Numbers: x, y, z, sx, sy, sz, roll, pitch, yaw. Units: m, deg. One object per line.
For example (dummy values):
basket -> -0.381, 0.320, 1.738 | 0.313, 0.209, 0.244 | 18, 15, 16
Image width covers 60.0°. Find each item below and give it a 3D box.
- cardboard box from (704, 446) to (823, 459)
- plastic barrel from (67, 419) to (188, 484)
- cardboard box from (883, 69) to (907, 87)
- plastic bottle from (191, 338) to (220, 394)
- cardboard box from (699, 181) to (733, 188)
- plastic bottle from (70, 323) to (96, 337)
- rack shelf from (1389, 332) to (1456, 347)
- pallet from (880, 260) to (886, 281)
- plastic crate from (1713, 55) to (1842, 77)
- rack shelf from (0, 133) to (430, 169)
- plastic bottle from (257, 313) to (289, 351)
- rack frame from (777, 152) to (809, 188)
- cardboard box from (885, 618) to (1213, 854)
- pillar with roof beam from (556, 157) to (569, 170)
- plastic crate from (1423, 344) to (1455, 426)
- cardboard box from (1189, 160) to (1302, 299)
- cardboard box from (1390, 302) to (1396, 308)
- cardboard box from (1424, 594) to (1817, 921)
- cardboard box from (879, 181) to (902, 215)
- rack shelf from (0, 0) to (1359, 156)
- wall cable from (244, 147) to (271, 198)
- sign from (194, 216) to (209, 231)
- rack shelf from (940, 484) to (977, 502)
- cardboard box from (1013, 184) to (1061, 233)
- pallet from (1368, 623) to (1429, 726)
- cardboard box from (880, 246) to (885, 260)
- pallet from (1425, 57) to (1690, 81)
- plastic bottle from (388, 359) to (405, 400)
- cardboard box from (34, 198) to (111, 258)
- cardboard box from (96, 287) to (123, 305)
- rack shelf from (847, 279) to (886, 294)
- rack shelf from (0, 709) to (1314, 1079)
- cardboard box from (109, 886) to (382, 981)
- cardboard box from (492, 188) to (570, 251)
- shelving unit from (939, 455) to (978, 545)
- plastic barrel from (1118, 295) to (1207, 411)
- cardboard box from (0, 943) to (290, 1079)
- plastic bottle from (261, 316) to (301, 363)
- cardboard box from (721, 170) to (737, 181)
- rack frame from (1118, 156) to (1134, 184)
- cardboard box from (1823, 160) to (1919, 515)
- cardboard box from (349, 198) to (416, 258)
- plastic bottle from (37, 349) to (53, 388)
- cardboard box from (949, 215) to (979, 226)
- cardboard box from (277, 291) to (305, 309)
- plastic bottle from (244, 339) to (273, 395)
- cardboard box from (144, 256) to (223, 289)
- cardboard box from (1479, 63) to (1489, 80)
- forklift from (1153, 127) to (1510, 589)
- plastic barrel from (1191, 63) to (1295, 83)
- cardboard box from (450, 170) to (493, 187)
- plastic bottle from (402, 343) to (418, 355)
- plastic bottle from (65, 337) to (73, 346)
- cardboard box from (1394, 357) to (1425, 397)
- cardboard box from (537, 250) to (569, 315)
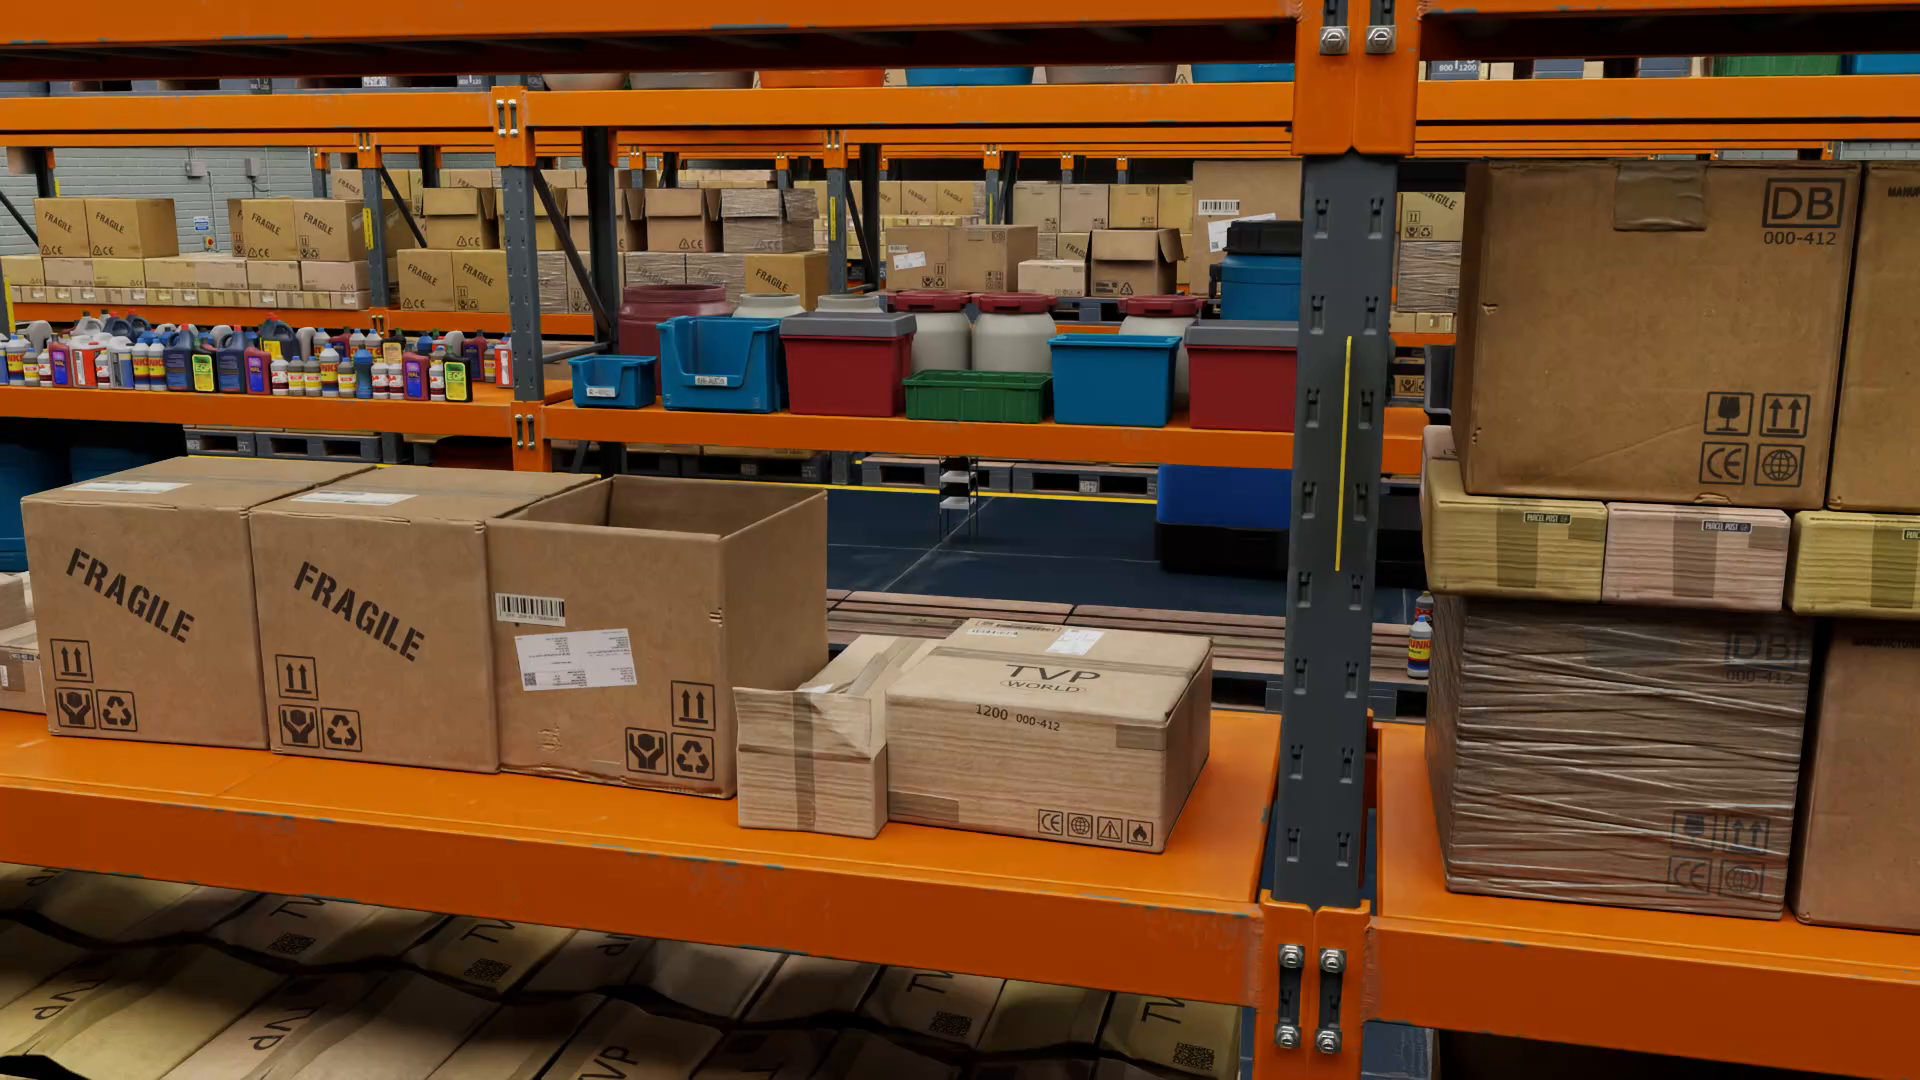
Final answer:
cardboard box -> -1.503, -1.210, 13.696 | 0.875, 0.875, 1.225 | 2, 13, 11
plastic barrel -> -4.697, -0.280, 9.445 | 0.708, 0.901, 0.600 | 3, 13, 14
cardboard box -> -0.444, -3.680, 12.587 | 0.500, 0.500, 0.500 | 3, 13, 14
plastic bottle -> -3.939, -0.910, 8.681 | 0.133, 0.283, 0.061 | 3, 13, 14
cardboard box -> -3.362, -4.825, 23.515 | 0.500, 0.500, 0.500 | 3, 13, 13
plastic bottle -> -5.094, -1.136, 9.714 | 0.135, 0.276, 0.152 | 3, 13, 14
rack shelf -> 4.987, -1.339, 12.005 | 4.000, 0.370, 1.077 | 3, 13, 14
pallet -> -0.269, -2.960, 18.095 | 1.003, 0.211, 1.213 | 3, 13, 14
plastic crate -> 3.325, -1.974, 6.771 | 0.450, 0.188, 0.336 | 3, 13, 14
rack shelf -> -6.664, -3.426, 14.487 | 4.000, 0.370, 1.077 | 3, 13, 14
plastic bottle -> -3.868, -1.108, 9.415 | 0.185, 0.351, 0.144 | 3, 13, 14
rack frame -> -2.348, -4.293, 23.659 | 0.127, 3.000, 1.000 | 3, 13, 14
cardboard box -> 0.180, 0.346, 3.096 | 0.500, 0.250, 0.500 | 4, 13, 17
pillar with roof beam -> -8.479, -7.898, 26.055 | 0.400, 9.000, 9.100 | 3, 13, 14
plastic crate -> 2.336, -0.668, 7.464 | 0.504, 0.338, 0.767 | 3, 13, 14
cardboard box -> 2.307, -2.363, 12.603 | 1.000, 1.000, 1.000 | 3, 13, 14
cardboard box -> 3.324, -1.722, 12.651 | 0.250, 0.149, 0.380 | 3, 13, 14
cardboard box -> 1.100, 0.262, 2.898 | 0.500, 0.500, 0.700 | 3, 13, 12
cardboard box -> -1.002, -4.700, 22.952 | 0.500, 0.500, 0.500 | 3, 13, 12
rack shelf -> -1.274, -0.928, 3.227 | 4.000, 0.370, 1.077 | 3, 13, 14
wall cable -> -11.383, -5.583, 27.129 | 0.122, 1.984, 0.588 | 3, 13, 14
sign -> -11.782, -4.913, 25.831 | 0.001, 0.218, 0.327 | 3, 13, 14
rack shelf -> -0.008, -0.319, 11.165 | 0.200, 0.077, 0.258 | 3, 13, 14
cardboard box -> 0.882, -3.551, 17.775 | 0.500, 0.500, 0.700 | 3, 13, 13
pallet -> 2.500, 0.652, 7.806 | 1.213, 0.211, 1.003 | 3, 13, 14
cardboard box -> -0.873, -3.091, 17.851 | 0.250, 0.149, 0.380 | 3, 13, 13
pallet -> 2.582, -2.108, 7.320 | 1.003, 0.211, 1.213 | 3, 13, 14
plastic bottle -> -2.852, -0.816, 8.446 | 0.097, 0.201, 0.097 | 0, 13, 0
cardboard box -> -7.719, -2.747, 14.620 | 0.500, 0.500, 0.500 | 3, 13, 12
cardboard box -> -7.342, -2.153, 14.595 | 0.250, 0.149, 0.380 | 3, 13, 12
rack shelf -> -1.494, -2.792, 18.554 | 4.000, 0.370, 1.077 | 3, 13, 14
rack shelf -> -1.274, 0.536, 3.552 | 4.000, 0.370, 1.077 | 3, 13, 14
cardboard box -> -1.652, 0.973, 4.008 | 0.500, 0.311, 0.500 | 3, 13, 13
cardboard box -> -3.436, -2.678, 13.834 | 0.637, 0.503, 0.797 | 3, 13, 14
shelving unit -> -0.008, -0.440, 11.138 | 0.210, 0.900, 0.258 | 3, 13, 14
plastic barrel -> 0.982, -0.915, 8.117 | 0.433, 0.535, 0.433 | 0, 13, 0
cardboard box -> -1.771, 1.086, 3.496 | 0.500, 0.311, 0.500 | 3, 13, 12
plastic bottle -> -3.774, -1.069, 9.239 | 0.185, 0.351, 0.144 | 3, 13, 14
cardboard box -> -3.192, -5.147, 23.472 | 0.250, 0.149, 0.380 | 3, 13, 14
rack frame -> 2.722, -5.130, 27.429 | 0.127, 3.000, 1.000 | 3, 13, 14
cardboard box -> 1.591, -0.346, 2.640 | 0.500, 0.500, 0.700 | 3, 13, 13
cardboard box -> -5.126, -2.726, 14.523 | 0.500, 0.500, 0.500 | 3, 13, 14
plastic bottle -> -4.900, -0.926, 8.940 | 0.097, 0.201, 0.097 | 0, 13, 0
cardboard box -> 0.042, -3.477, 18.218 | 0.250, 0.149, 0.380 | 3, 13, 14
cardboard box -> -5.596, -2.060, 14.175 | 0.250, 0.149, 0.380 | 3, 13, 13
plastic bottle -> -3.630, -0.894, 8.606 | 0.133, 0.283, 0.061 | 3, 13, 14
cardboard box -> -6.703, -2.329, 14.464 | 0.500, 0.250, 0.500 | 3, 13, 12
cardboard box -> 3.562, -3.299, 11.677 | 0.250, 0.149, 0.380 | 2, 13, 11
forklift -> 2.786, -1.257, 10.134 | 3.031, 2.935, 1.130 | 3, 13, 15
plastic barrel -> 1.313, -2.442, 7.235 | 0.708, 0.901, 0.600 | 3, 13, 14
cardboard box -> -5.460, -3.975, 19.001 | 0.500, 0.500, 0.500 | 3, 13, 12
plastic bottle -> -3.053, -0.996, 9.258 | 0.097, 0.201, 0.097 | 0, 13, 0
plastic bottle -> -5.106, -1.072, 9.599 | 0.097, 0.201, 0.097 | 0, 13, 0
cardboard box -> 4.925, -1.952, 17.044 | 0.875, 0.875, 0.875 | 3, 13, 14
cardboard box -> -3.361, -2.130, 13.677 | 0.500, 0.500, 0.500 | 3, 13, 12
